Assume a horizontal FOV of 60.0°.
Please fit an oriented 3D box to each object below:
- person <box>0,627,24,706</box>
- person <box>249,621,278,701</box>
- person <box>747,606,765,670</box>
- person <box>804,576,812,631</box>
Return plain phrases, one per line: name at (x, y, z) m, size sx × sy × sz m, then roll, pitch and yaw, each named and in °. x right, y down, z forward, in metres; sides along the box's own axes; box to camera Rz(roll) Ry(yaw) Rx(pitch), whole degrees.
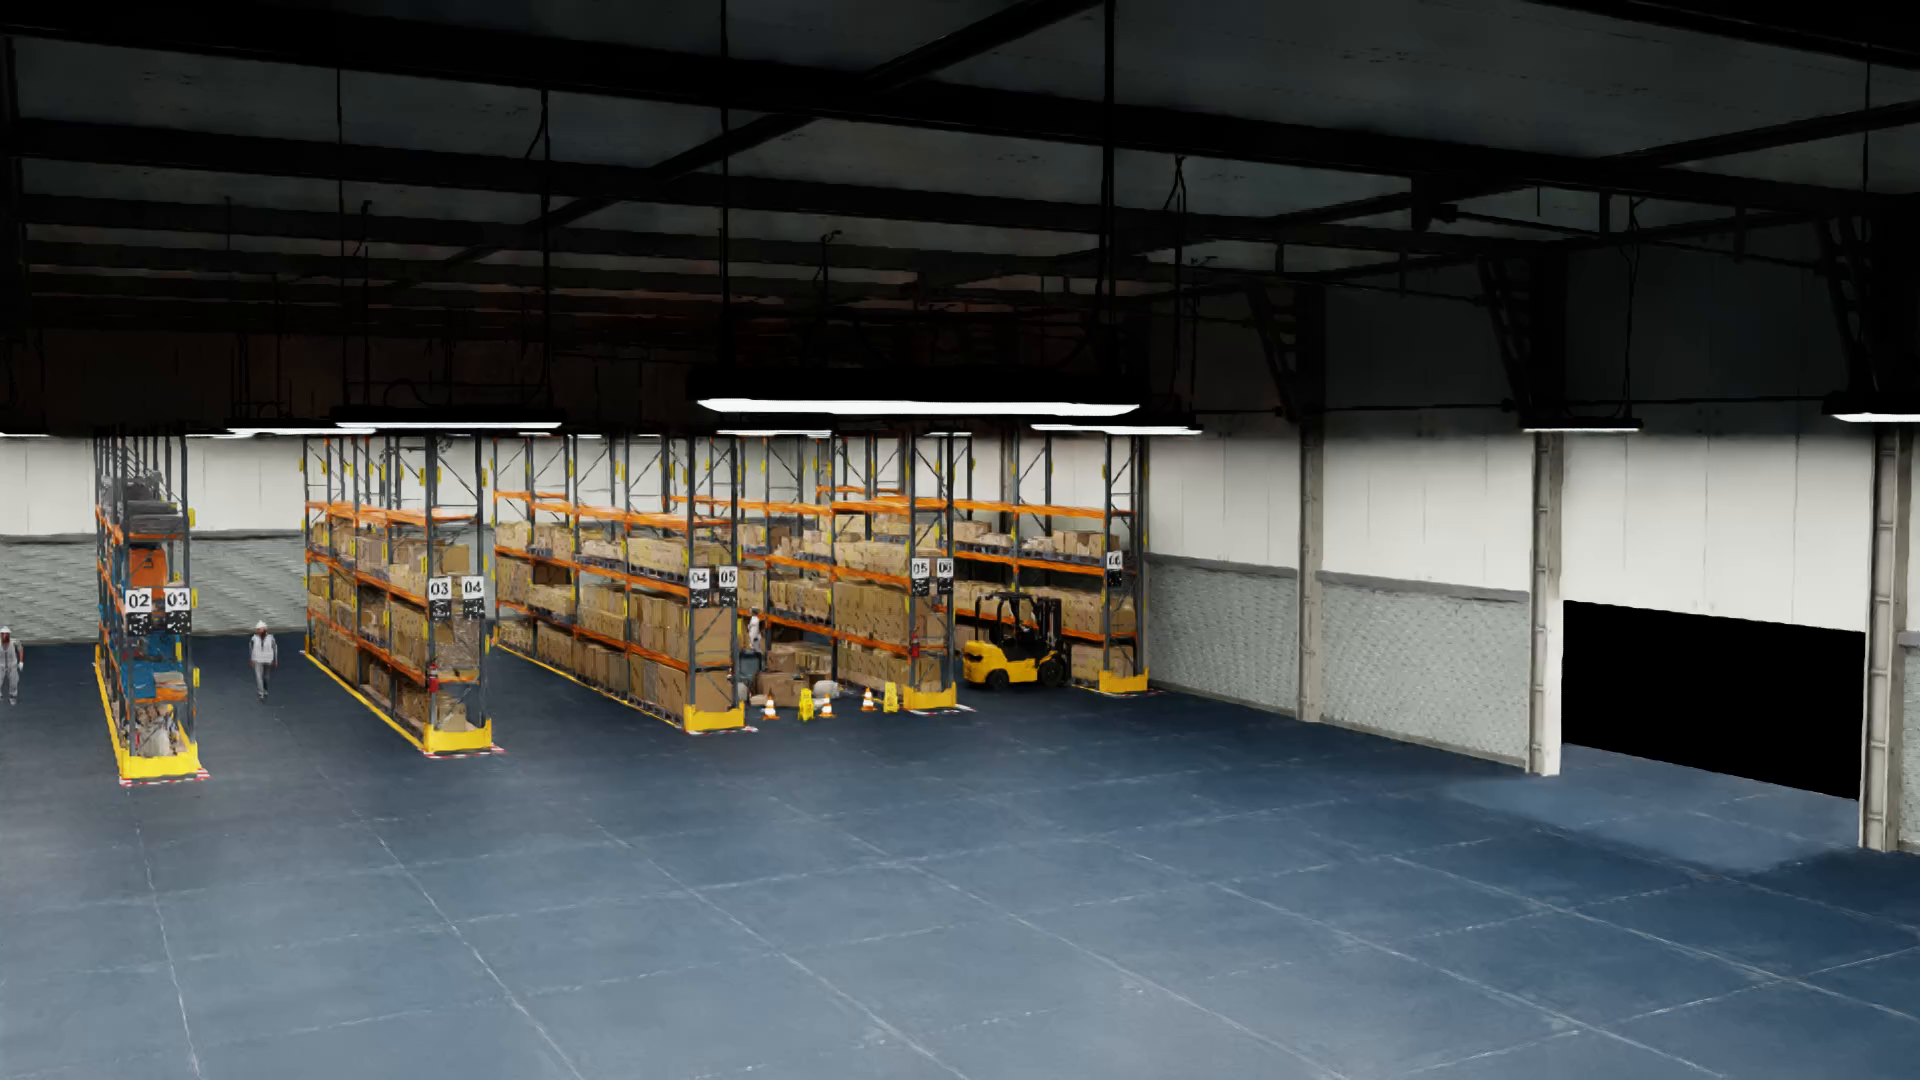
person at (-20.409, 2.707, 35.572) m, size 0.677 × 1.742 × 0.552 m, roll -2°, pitch 4°, yaw -30°
person at (-15.347, 2.642, 36.665) m, size 0.555 × 1.725 × 1.029 m, roll -2°, pitch 4°, yaw -30°
person at (-5.002, 2.435, 40.317) m, size 0.548 × 1.663 × 0.586 m, roll 0°, pitch 3°, yaw -4°
person at (-4.473, 1.902, 49.537) m, size 0.564 × 1.635 × 0.681 m, roll -2°, pitch 4°, yaw -28°
